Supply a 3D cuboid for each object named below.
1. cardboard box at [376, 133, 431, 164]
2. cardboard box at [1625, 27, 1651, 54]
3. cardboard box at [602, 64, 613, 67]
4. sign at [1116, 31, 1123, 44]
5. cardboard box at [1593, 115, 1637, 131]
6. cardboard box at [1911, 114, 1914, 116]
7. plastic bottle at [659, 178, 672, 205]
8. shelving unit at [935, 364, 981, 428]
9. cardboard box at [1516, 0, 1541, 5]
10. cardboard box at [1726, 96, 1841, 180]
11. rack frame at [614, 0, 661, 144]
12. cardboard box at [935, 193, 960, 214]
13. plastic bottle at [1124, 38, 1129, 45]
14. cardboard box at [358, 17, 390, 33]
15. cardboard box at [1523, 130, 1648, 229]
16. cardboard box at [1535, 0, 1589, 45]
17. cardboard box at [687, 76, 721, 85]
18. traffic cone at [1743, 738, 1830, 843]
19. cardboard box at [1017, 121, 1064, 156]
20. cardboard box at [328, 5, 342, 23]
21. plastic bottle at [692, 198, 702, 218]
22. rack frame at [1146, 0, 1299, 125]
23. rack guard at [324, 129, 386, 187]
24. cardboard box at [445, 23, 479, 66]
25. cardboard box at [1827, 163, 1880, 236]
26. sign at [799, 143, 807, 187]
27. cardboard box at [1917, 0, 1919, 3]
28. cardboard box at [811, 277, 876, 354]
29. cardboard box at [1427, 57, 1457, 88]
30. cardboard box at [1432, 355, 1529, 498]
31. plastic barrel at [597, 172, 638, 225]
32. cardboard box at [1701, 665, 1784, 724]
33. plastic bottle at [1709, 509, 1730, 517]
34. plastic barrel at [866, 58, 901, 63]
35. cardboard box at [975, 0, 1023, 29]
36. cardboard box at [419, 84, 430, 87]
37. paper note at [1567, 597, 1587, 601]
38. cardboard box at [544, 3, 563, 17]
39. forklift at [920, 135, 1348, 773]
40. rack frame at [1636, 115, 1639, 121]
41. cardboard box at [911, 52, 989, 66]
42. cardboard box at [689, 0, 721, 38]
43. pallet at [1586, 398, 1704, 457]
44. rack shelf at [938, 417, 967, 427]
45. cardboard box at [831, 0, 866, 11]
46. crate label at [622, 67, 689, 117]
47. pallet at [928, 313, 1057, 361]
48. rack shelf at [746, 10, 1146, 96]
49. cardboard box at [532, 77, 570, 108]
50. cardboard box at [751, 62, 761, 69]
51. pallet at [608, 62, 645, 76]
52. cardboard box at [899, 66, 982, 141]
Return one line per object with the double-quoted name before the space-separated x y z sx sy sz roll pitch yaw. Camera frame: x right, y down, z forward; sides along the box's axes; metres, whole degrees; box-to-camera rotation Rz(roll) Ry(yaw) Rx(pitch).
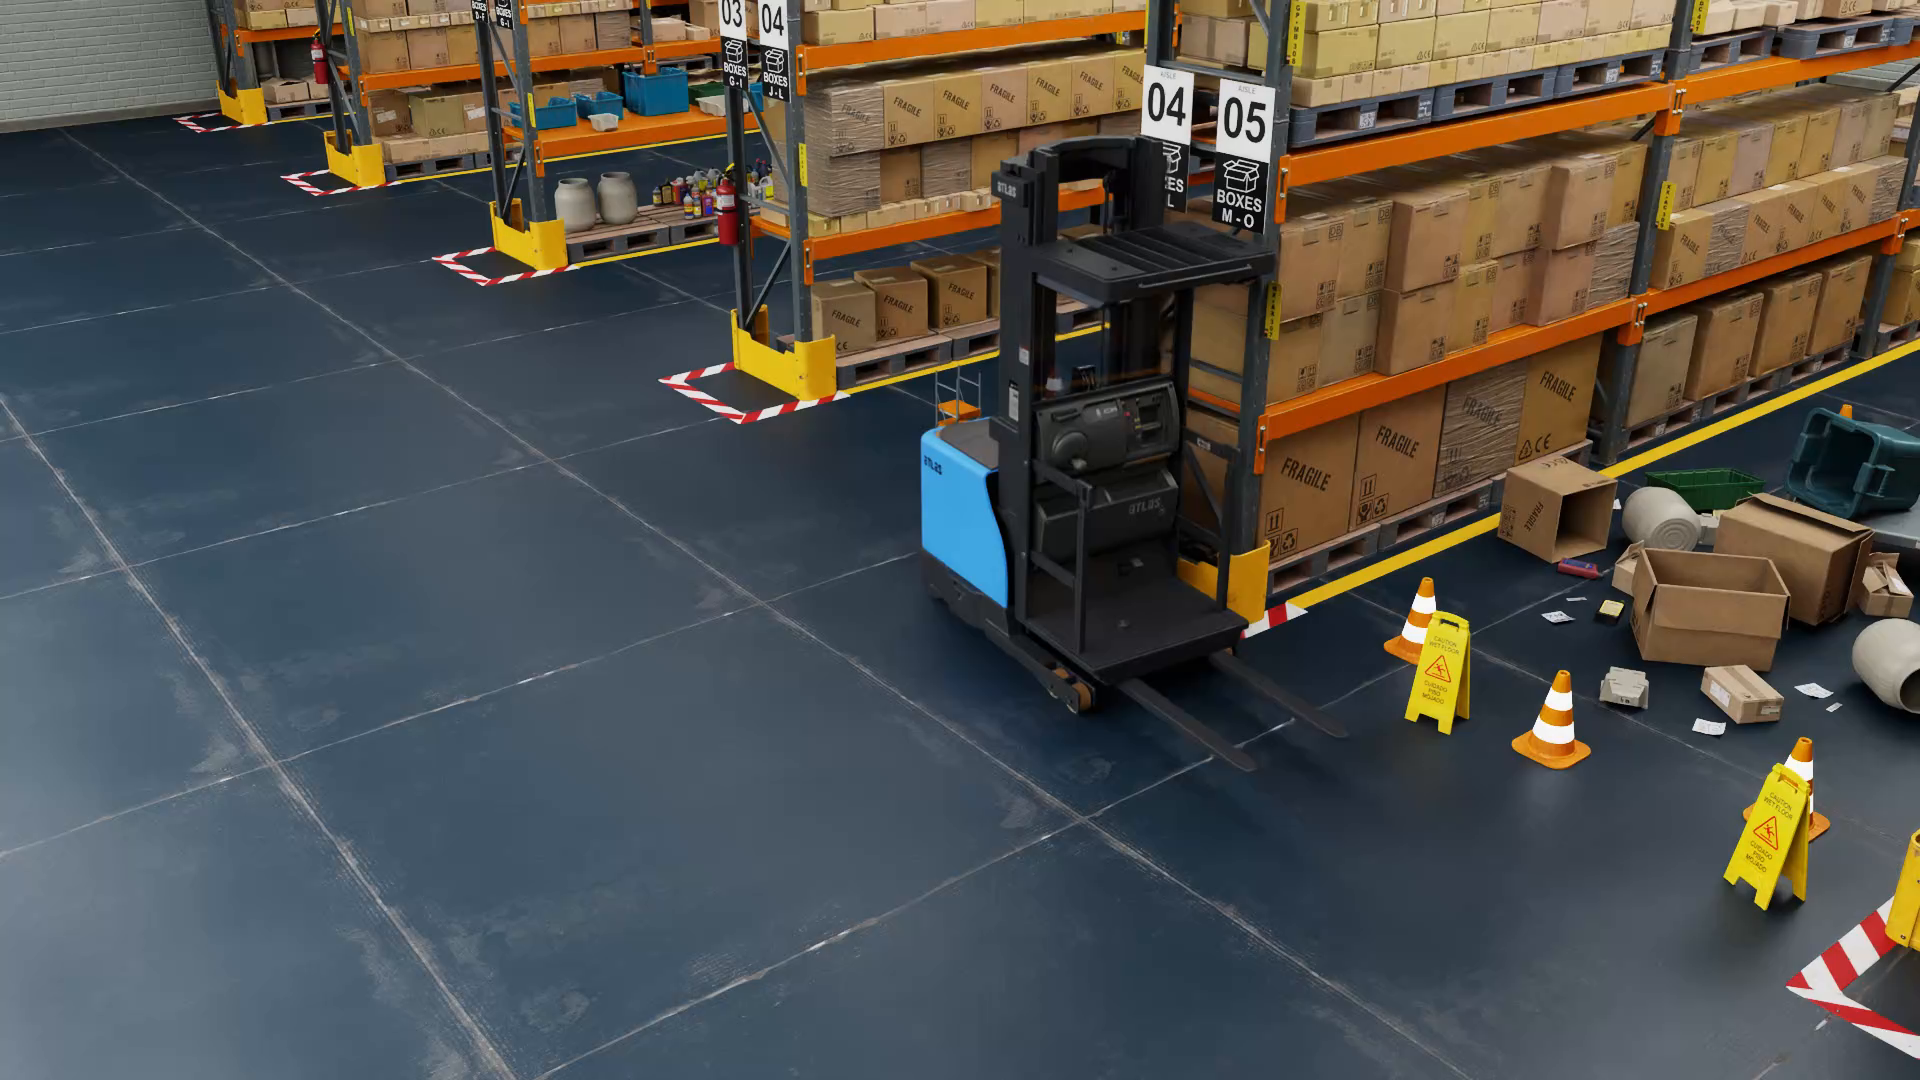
"cardboard box" -7.110 -5.004 21.236 0.500 0.250 0.500 -18 31 -34
"cardboard box" 4.282 -3.298 10.911 0.250 0.149 0.380 -18 30 -33
"cardboard box" -6.210 -8.206 27.816 0.500 0.500 0.700 -18 30 -33
"sign" 2.024 -6.325 21.121 0.005 0.325 0.100 -18 31 -34
"cardboard box" 7.392 -4.883 20.234 0.875 0.875 1.225 -18 30 -34
"cardboard box" 8.606 -3.656 14.658 0.250 0.149 0.380 -18 31 -34
"plastic bottle" -3.360 -3.979 18.965 0.133 0.283 0.061 -17 30 -33
"shelving unit" -0.011 -0.540 10.989 0.189 1.200 0.258 -18 31 -34
"cardboard box" 3.283 -3.331 10.034 0.250 0.149 0.380 -18 30 -33
"cardboard box" 6.558 -3.241 13.363 0.500 0.500 0.700 -19 31 -35
"rack frame" -4.522 -7.034 22.843 0.127 3.000 1.000 -18 31 -34
"cardboard box" -0.209 -2.920 14.277 0.250 0.149 0.380 -18 31 -34
"plastic bottle" 2.219 -6.380 21.581 0.135 0.276 0.152 -18 31 -34
"cardboard box" -7.228 -6.365 20.512 0.250 0.149 0.380 -19 31 -34
"cardboard box" 4.258 -2.555 11.732 0.550 0.550 0.875 -18 31 -34
"cardboard box" 3.547 -3.272 10.381 0.500 0.250 0.500 -19 31 -34
"cardboard box" -3.646 -6.385 23.545 0.500 0.311 0.500 -19 31 -35
"traffic cone" 4.098 1.182 8.153 0.334 0.463 0.336 -18 31 -34
"cardboard box" 0.449 -3.554 14.872 0.500 0.500 0.875 -18 31 -34
"cardboard box" -9.345 -7.867 24.793 0.500 0.250 0.500 -19 31 -35
"plastic bottle" -2.915 -3.678 18.413 0.097 0.201 0.097 0 25 0
"rack frame" 1.421 -3.764 8.671 0.127 3.000 1.000 -18 31 -34
"rack guard" -7.688 -4.855 21.117 0.348 0.500 1.175 -18 31 -34
"cardboard box" -6.490 -6.422 21.406 0.500 0.500 0.700 -18 30 -34
"cardboard box" 7.135 -2.831 13.669 0.500 0.500 0.500 -18 31 -34
"sign" -1.225 -2.925 12.961 0.005 0.325 0.100 -18 31 -34
"cardboard box" 8.330 -4.587 13.889 0.500 0.500 0.500 -18 31 -34
"cardboard box" -1.058 -1.925 14.306 0.500 0.500 0.500 -12 28 -25
"cardboard box" 2.684 -2.771 9.774 0.250 0.149 0.380 -18 30 -34
"cardboard box" 3.324 -0.933 11.722 0.875 0.875 0.875 -18 30 -34
"plastic barrel" -3.751 -3.741 18.205 0.421 0.512 0.421 0 25 0
"cardboard box" 4.340 0.854 9.232 0.250 0.149 0.380 -3 25 -7
"plastic bottle" 5.283 -0.177 11.559 0.133 0.061 0.283 10 27 20
"plastic barrel" -0.977 -5.619 19.199 0.708 0.901 0.600 -18 31 -34
"cardboard box" 0.180 -4.445 13.878 0.500 0.250 0.500 -17 30 -33
"cardboard box" -8.374 -7.457 26.201 0.500 0.500 0.500 -21 32 -38
"paper note" 3.870 0.372 10.437 0.123 0.001 0.032 -3 25 -7
"cardboard box" -5.405 -6.968 21.812 0.250 0.149 0.380 -18 31 -34
"forklift" 0.936 -0.596 9.052 1.130 2.935 3.031 -14 28 -28
"rack frame" 7.883 -5.829 20.247 0.127 3.000 1.000 -18 31 -34
"cardboard box" -0.096 -3.959 14.557 0.500 0.500 0.500 -18 31 -34
"cardboard box" -3.493 -7.410 23.535 0.500 0.500 0.500 -16 29 -30
"pallet" 5.130 -1.042 13.245 1.213 0.211 1.003 -18 31 -34
"rack shelf" -0.011 -0.718 10.907 0.180 0.103 0.258 -18 31 -34
"cardboard box" -0.937 -4.216 12.912 0.250 0.149 0.380 -17 30 -33
"crate label" -3.334 -4.937 18.282 0.616 0.435 0.502 -18 31 -34
"pallet" 0.121 -1.982 15.269 1.213 0.211 1.003 -18 31 -34
"rack shelf" 0.014 -4.266 14.170 4.000 0.370 1.077 -18 31 -34
"cardboard box" -5.544 -5.867 22.206 0.500 0.500 0.500 -18 31 -34
"cardboard box" -2.778 -6.961 24.787 0.500 0.311 0.500 -19 31 -35
"pallet" -6.009 -7.930 28.087 1.213 0.211 1.003 -18 31 -34
"cardboard box" -0.168 -3.656 13.906 0.500 0.500 0.500 -18 31 -34
